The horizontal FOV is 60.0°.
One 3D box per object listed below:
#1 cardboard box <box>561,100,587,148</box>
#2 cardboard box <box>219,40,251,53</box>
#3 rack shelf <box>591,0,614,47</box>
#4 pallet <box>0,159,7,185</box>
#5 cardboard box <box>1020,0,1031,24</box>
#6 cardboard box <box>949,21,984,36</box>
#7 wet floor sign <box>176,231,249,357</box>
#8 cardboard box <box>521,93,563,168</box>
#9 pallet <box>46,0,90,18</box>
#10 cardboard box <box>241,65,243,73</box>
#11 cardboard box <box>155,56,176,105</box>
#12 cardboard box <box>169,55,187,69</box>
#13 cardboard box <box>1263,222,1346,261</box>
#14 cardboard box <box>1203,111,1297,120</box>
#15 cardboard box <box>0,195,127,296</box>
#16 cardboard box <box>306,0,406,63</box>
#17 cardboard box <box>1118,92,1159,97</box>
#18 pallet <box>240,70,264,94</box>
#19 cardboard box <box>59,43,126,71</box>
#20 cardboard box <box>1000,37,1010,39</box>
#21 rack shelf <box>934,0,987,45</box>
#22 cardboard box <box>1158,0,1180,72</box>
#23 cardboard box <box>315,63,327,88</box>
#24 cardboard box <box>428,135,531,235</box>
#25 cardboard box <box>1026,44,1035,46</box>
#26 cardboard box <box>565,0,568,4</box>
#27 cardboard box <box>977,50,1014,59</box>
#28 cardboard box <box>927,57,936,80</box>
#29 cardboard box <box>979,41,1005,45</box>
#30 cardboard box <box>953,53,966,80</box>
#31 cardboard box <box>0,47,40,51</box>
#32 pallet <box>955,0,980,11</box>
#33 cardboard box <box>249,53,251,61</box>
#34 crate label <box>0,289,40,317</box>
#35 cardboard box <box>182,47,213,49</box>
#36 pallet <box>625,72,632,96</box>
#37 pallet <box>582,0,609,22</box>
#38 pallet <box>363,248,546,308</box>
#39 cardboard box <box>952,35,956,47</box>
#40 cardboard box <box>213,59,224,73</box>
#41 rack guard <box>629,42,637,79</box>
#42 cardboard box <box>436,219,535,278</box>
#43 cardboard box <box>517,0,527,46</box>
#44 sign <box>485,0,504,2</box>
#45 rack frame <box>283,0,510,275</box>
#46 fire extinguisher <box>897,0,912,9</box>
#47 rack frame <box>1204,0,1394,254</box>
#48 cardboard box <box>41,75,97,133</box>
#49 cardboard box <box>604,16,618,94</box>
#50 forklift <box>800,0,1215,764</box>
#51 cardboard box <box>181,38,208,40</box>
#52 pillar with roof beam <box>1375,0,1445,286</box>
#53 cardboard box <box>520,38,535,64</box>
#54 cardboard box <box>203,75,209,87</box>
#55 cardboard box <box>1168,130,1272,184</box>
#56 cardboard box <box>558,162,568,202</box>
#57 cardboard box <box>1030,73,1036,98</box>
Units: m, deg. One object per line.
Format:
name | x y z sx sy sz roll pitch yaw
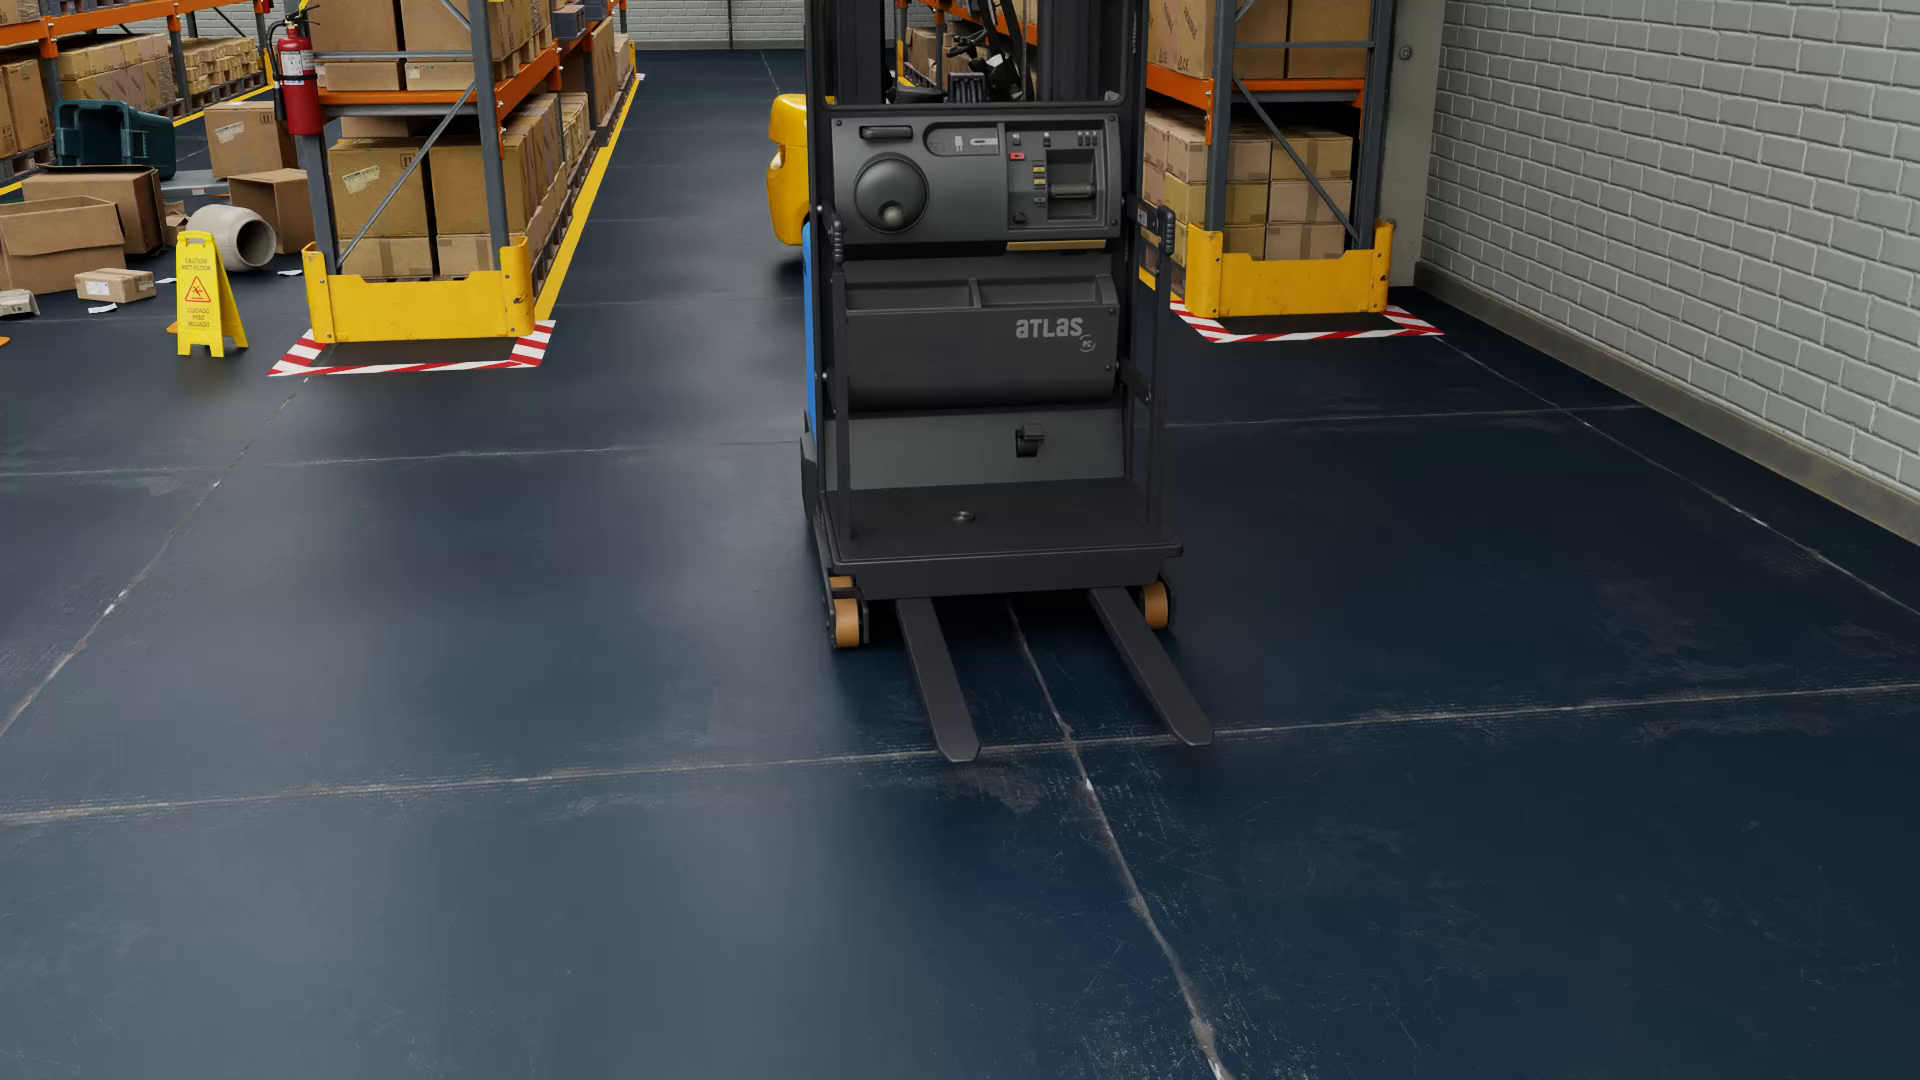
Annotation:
cardboard box | -3.946 -3.825 15.327 0.950 0.372 0.625 -3 21 -9
cardboard box | -9.699 -6.592 22.204 0.380 0.149 0.250 -3 21 -9
rack shelf | -4.420 -5.666 18.128 1.077 0.370 4.000 -3 21 -8
pallet | -8.804 -3.022 14.005 1.003 0.211 1.213 -3 21 -8
cardboard box | 0.824 -4.794 14.980 0.500 0.250 0.500 -2 21 -6
cardboard box | 0.076 -6.191 20.126 0.380 0.149 0.250 -4 21 -10
wet floor sign | -4.010 -1.318 8.824 0.267 0.644 0.232 4 21 11
cardboard box | -3.204 -2.995 12.205 0.500 0.500 0.500 -3 21 -9
pallet | -9.223 -5.178 16.066 1.213 0.211 1.003 -3 21 -8
cardboard box | -9.748 -6.221 22.060 0.380 0.149 0.250 -3 21 -7
cardboard box | -9.236 -5.193 18.806 0.500 0.500 0.500 -3 21 -9
cardboard box | -9.437 -5.681 19.763 0.380 0.149 0.250 -2 21 -6
cardboard box | 2.056 -1.881 10.295 0.500 0.250 0.500 -3 21 -8
cardboard box | 1.914 -2.692 11.038 0.500 0.250 0.500 -3 21 -8
cardboard box | -5.737 -1.852 10.456 0.637 0.503 0.797 17 27 39
cardboard box | -3.329 -2.901 9.129 0.500 0.500 0.500 -3 21 -9
cardboard box | 1.179 -3.194 12.381 0.500 0.250 0.500 -3 21 -8
pallet | -10.075 -6.180 22.462 1.003 0.211 1.213 -3 21 -8
cardboard box | -9.007 -5.002 17.221 0.500 0.250 0.500 -3 21 -7
cardboard box | 0.691 -5.902 19.777 0.380 0.149 0.250 -4 21 -10
rack shelf | 0.491 -5.918 18.802 1.077 0.370 4.000 -3 21 -8
cardboard box | 1.537 -3.177 10.292 0.500 0.500 0.500 -2 21 -6
cardboard box | -3.390 -2.624 9.314 0.380 0.149 0.250 -3 21 -8
cardboard box | -2.825 -2.102 9.816 0.500 0.500 0.500 -4 21 -10
cardboard box | 0.853 -5.451 18.568 0.380 0.149 0.250 -3 21 -9
cardboard box | -3.495 -4.570 13.925 0.380 0.149 0.250 -3 21 -7
cardboard box | 0.388 -5.143 17.745 0.380 0.149 0.250 -4 21 -11
cardboard box | -0.219 -6.165 21.743 0.396 0.266 0.258 -2 21 -6
cardboard box | 0.310 -5.598 18.964 0.380 0.149 0.250 -3 21 -8
cardboard box | 0.204 -5.437 19.460 0.500 0.500 0.500 -4 21 -9
cardboard box | -9.457 -4.801 16.684 0.500 0.250 0.500 -3 21 -7
pallet | 0.613 -5.704 17.475 1.213 0.211 1.003 -3 21 -8
cardboard box | -9.826 -6.535 22.475 0.380 0.149 0.250 -3 21 -9
crate label | -5.541 -1.379 9.713 0.250 0.136 0.298 -15 25 -35
cardboard box | -9.640 -6.136 20.981 0.380 0.149 0.250 -4 21 -10
pallet | -4.919 -6.080 22.193 1.003 0.211 1.213 -3 21 -8
pallet | -3.923 -4.980 15.536 1.213 0.211 1.003 -3 21 -8
pallet | -3.071 -1.544 10.049 1.003 0.211 1.213 -3 21 -8
cardboard box | 0.108 -6.047 20.166 0.380 0.149 0.250 -3 21 -9
cardboard box | -9.550 -6.000 21.042 0.380 0.149 0.250 -3 21 -8
rack guard | -5.288 -6.918 24.024 1.175 0.500 0.348 -3 21 -8
cardboard box | -2.821 -1.743 9.925 0.500 0.250 0.500 -3 21 -8
cardboard box | -2.925 -3.261 10.091 0.500 0.500 0.500 -3 21 -9
sign | -2.441 -2.974 8.654 0.100 0.325 0.005 -3 21 -8
rack frame | -2.978 -2.541 8.732 1.000 3.000 0.127 -3 21 -8
fire extinguisher | -0.852 -8.149 24.391 0.296 0.674 0.183 -3 21 -8
rack frame | 1.933 -2.793 9.406 1.000 3.000 0.127 -3 21 -8
cardboard box | -8.865 -4.310 16.440 0.500 0.500 0.500 -4 21 -10
cardboard box | -4.540 -5.687 19.591 0.875 0.875 0.875 -2 21 -6
forklift | 0.090 -1.157 5.125 1.130 2.935 3.031 -3 21 -8
cardboard box | -10.429 -6.737 22.592 0.380 0.149 0.250 -4 21 -10
pillar with roof beam | -1.536 -5.672 8.542 9.100 9.000 0.400 -3 21 -8
cardboard box | -2.977 -3.183 10.811 0.380 0.149 0.250 -3 21 -7
cardboard box | -9.538 -5.676 20.599 0.380 0.149 0.250 -3 21 -9
cardboard box | 1.558 -2.313 10.024 0.500 0.250 0.500 -2 21 -6
cardboard box | -3.204 -2.643 12.336 0.500 0.250 0.500 -2 21 -5
cardboard box | 1.055 -3.971 15.355 0.875 0.625 0.625 -4 21 -10
